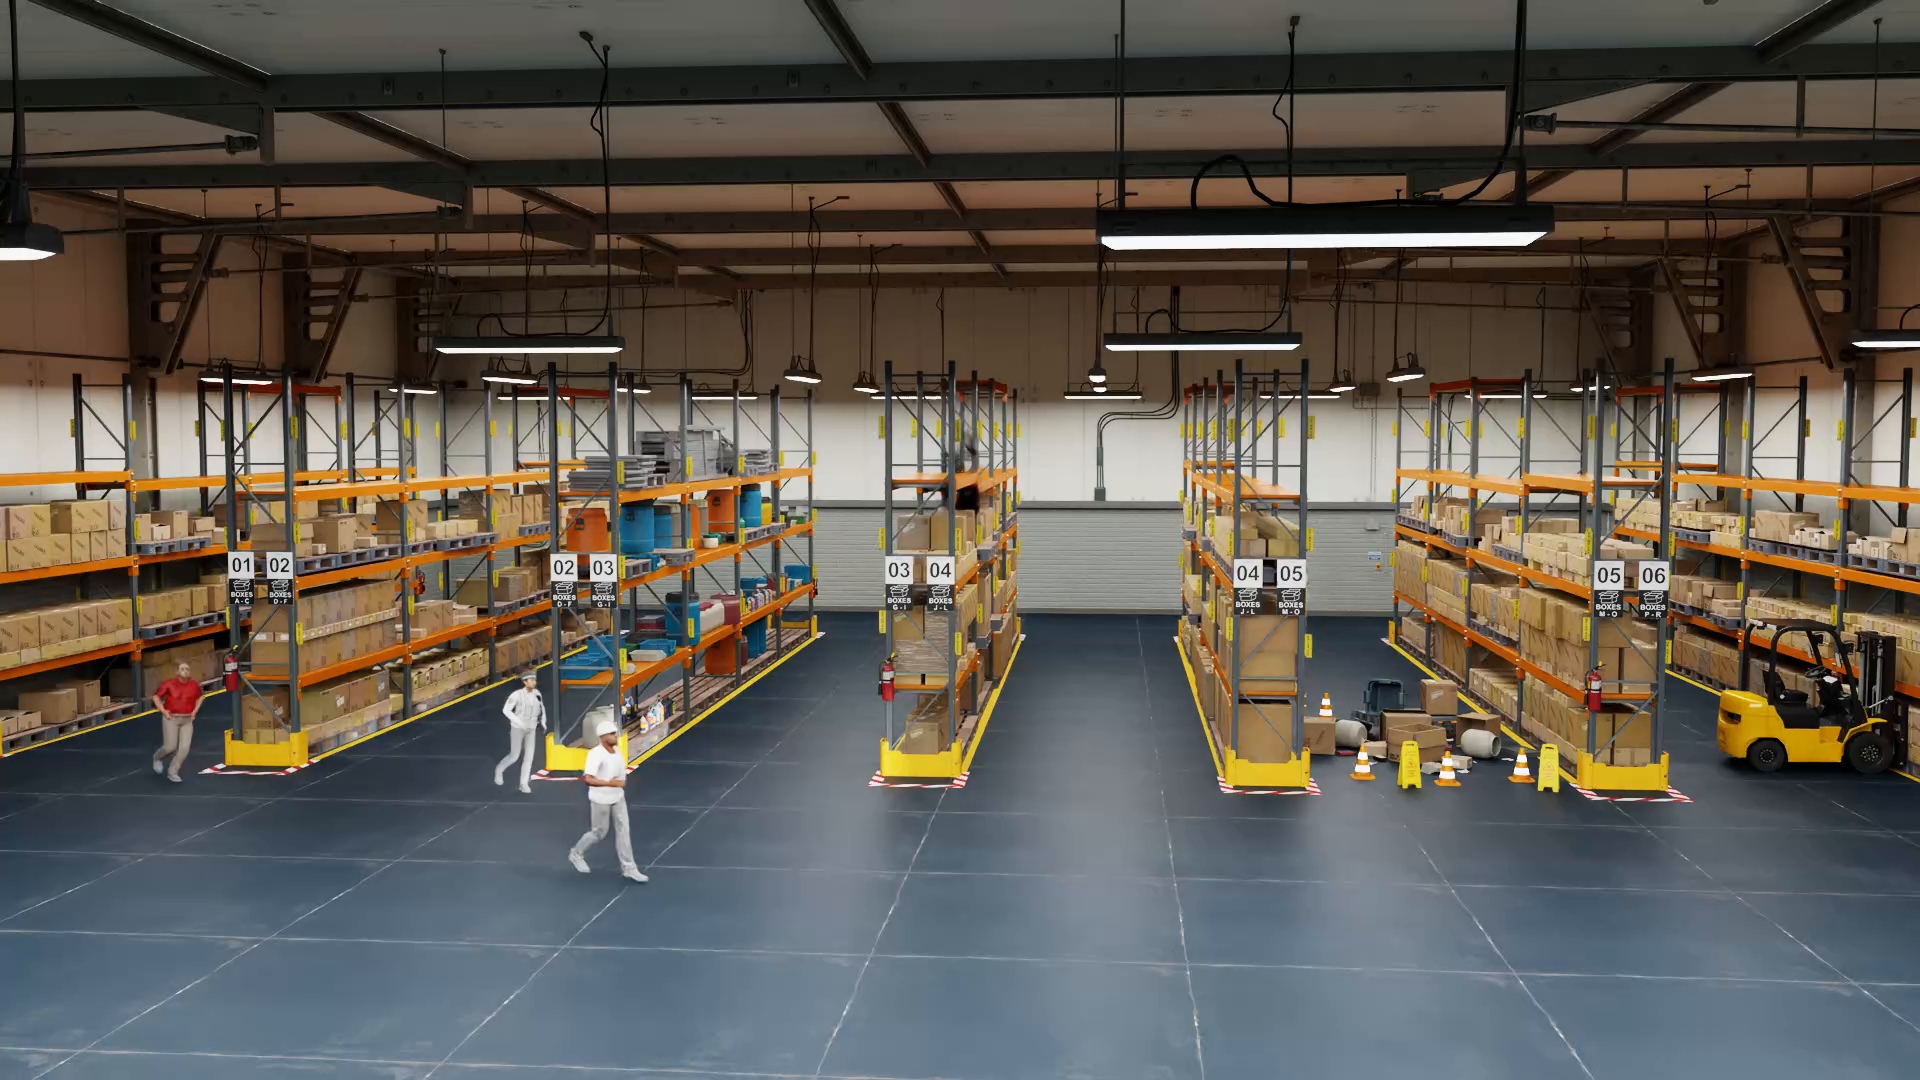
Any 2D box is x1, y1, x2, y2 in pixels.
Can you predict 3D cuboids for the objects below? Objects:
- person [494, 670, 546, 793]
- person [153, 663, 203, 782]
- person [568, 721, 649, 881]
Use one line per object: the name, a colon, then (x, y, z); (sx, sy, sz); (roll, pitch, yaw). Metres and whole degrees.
person: (-6.063, 2.638, 23.238); (0.682, 1.651, 0.804); (-4, 5, -44)
person: (-11.261, 2.604, 23.978); (0.672, 1.690, 0.603); (-4, 5, -44)
person: (-3.924, 2.884, 18.437); (0.984, 1.767, 0.690); (2, 4, 25)
